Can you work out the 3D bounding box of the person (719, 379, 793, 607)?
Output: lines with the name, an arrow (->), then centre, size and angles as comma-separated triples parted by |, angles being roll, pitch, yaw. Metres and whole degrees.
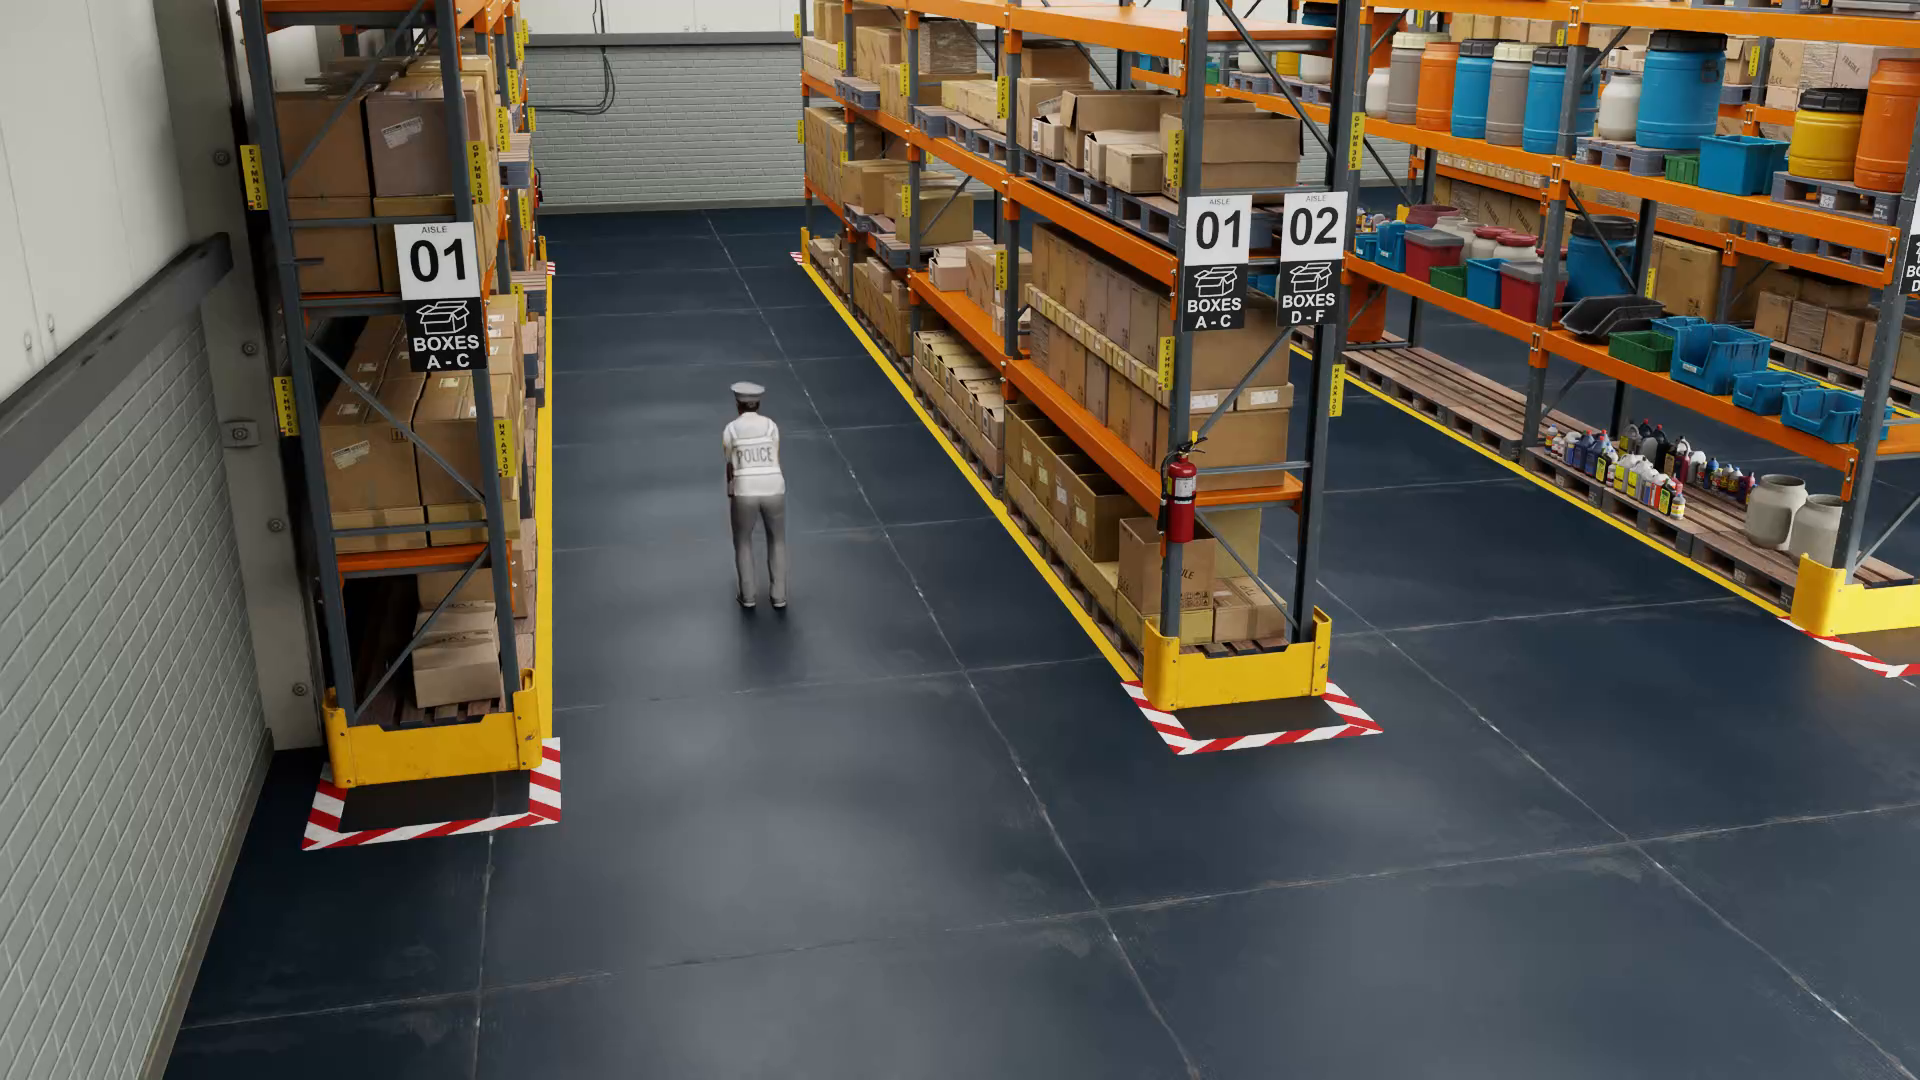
person -> -1.471, -0.313, 11.944 | 0.523, 1.658, 0.427 | -6, 21, -16
